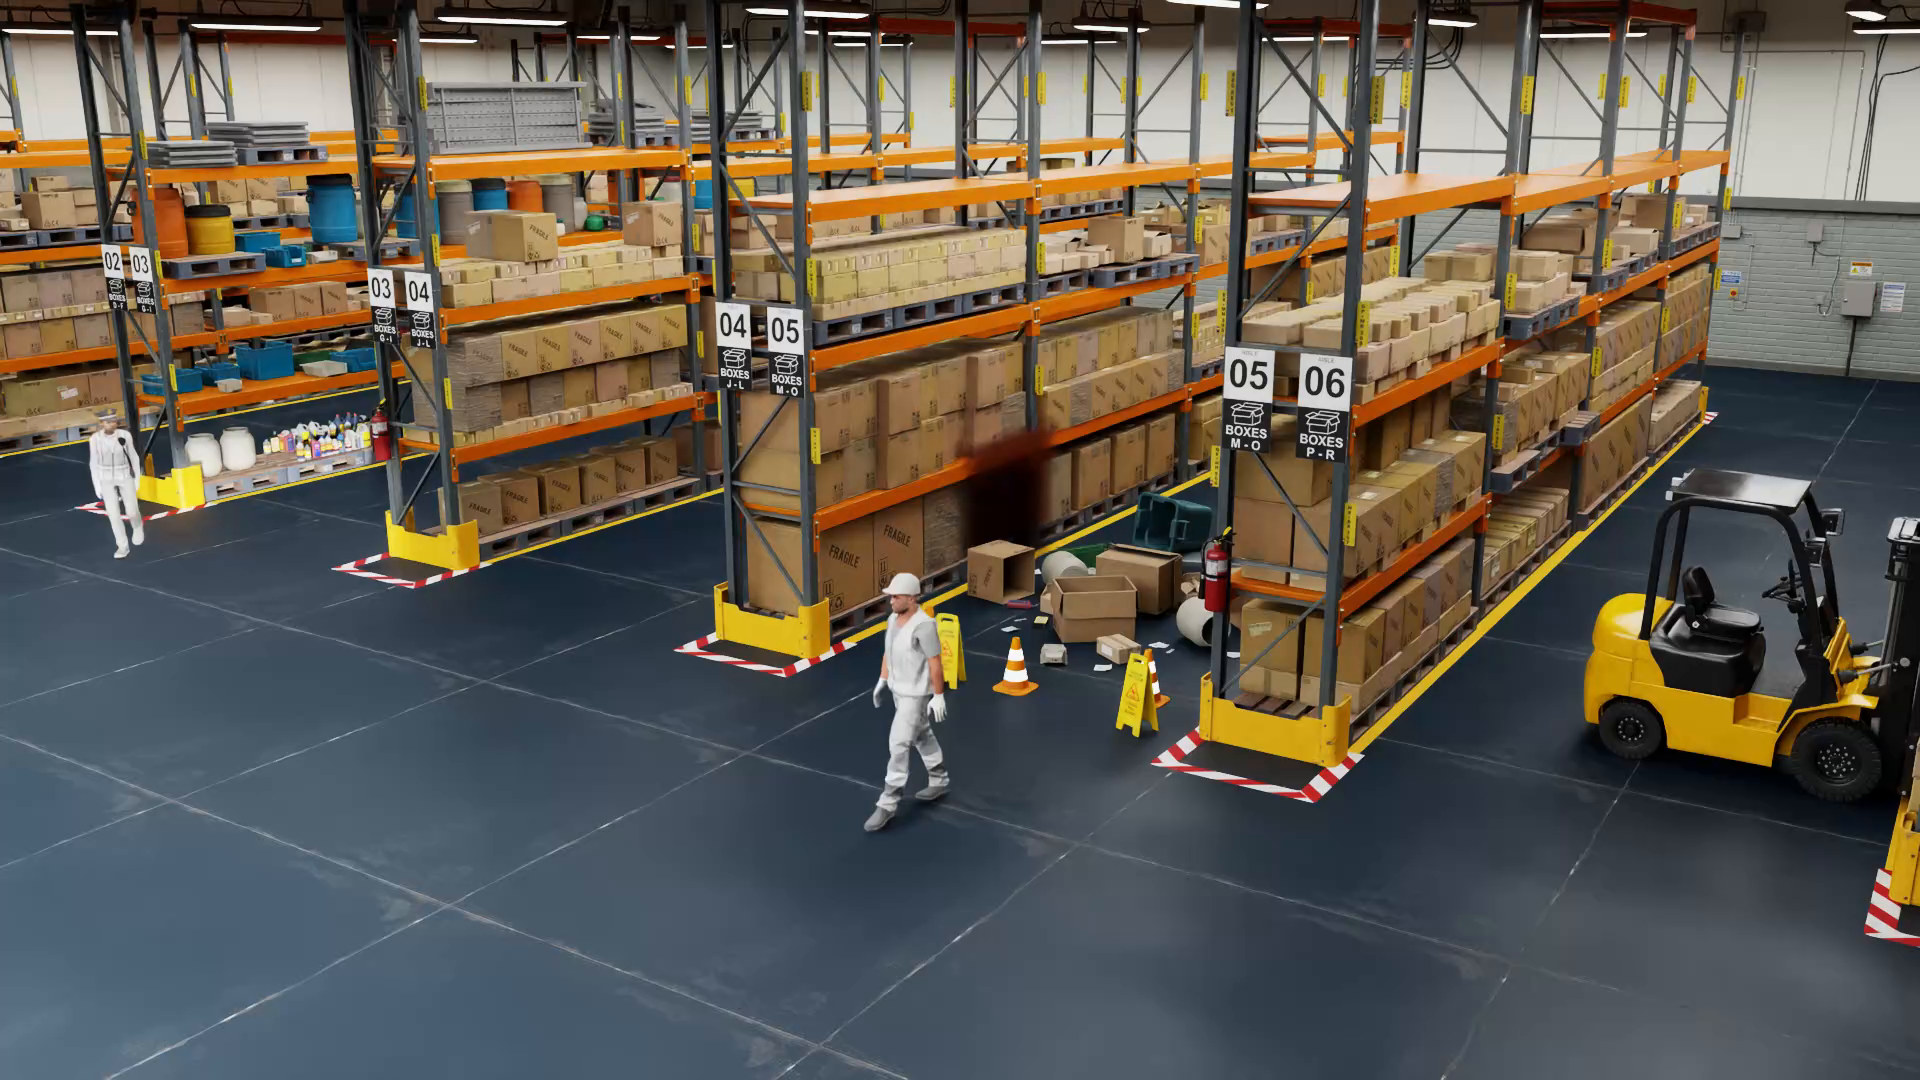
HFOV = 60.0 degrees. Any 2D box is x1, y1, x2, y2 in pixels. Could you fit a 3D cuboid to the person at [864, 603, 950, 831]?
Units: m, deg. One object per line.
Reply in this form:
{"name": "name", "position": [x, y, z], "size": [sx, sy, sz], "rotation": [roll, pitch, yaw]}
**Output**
{"name": "person", "position": [-0.420, 1.215, 11.950], "size": [0.831, 1.525, 0.577], "rotation": [-8, 18, -27]}

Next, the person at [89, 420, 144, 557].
{"name": "person", "position": [-9.346, -0.648, 18.442], "size": [0.473, 1.628, 0.531], "rotation": [-4, 16, -14]}

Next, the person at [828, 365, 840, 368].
{"name": "person", "position": [-1.516, -1.514, 21.460], "size": [0.523, 1.567, 0.823], "rotation": [5, 16, 17]}
